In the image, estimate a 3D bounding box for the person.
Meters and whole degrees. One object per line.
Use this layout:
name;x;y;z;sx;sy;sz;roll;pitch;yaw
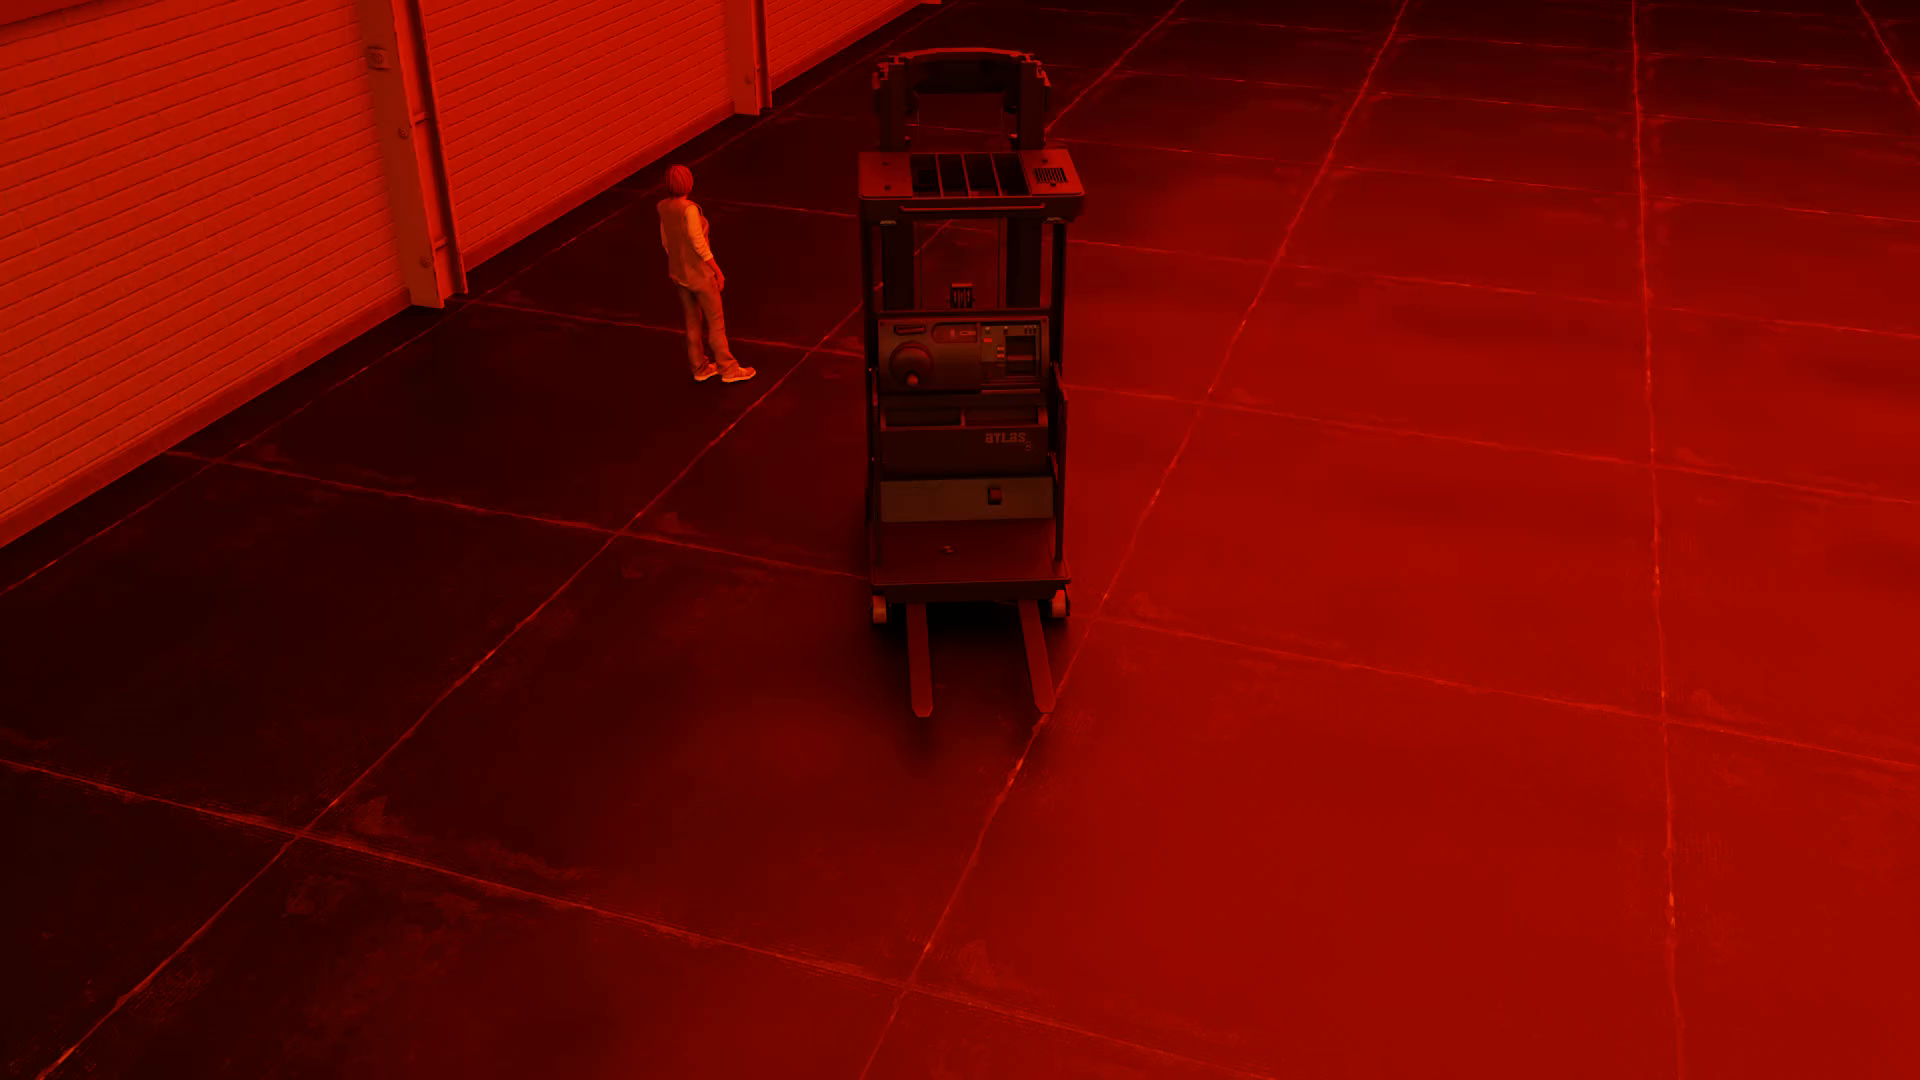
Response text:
person;-1.825;-1.892;11.788;0.519;1.600;0.473;24;37;35

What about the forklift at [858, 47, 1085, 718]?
forklift;0.035;-0.972;8.842;1.130;2.935;3.031;-2;30;-3
